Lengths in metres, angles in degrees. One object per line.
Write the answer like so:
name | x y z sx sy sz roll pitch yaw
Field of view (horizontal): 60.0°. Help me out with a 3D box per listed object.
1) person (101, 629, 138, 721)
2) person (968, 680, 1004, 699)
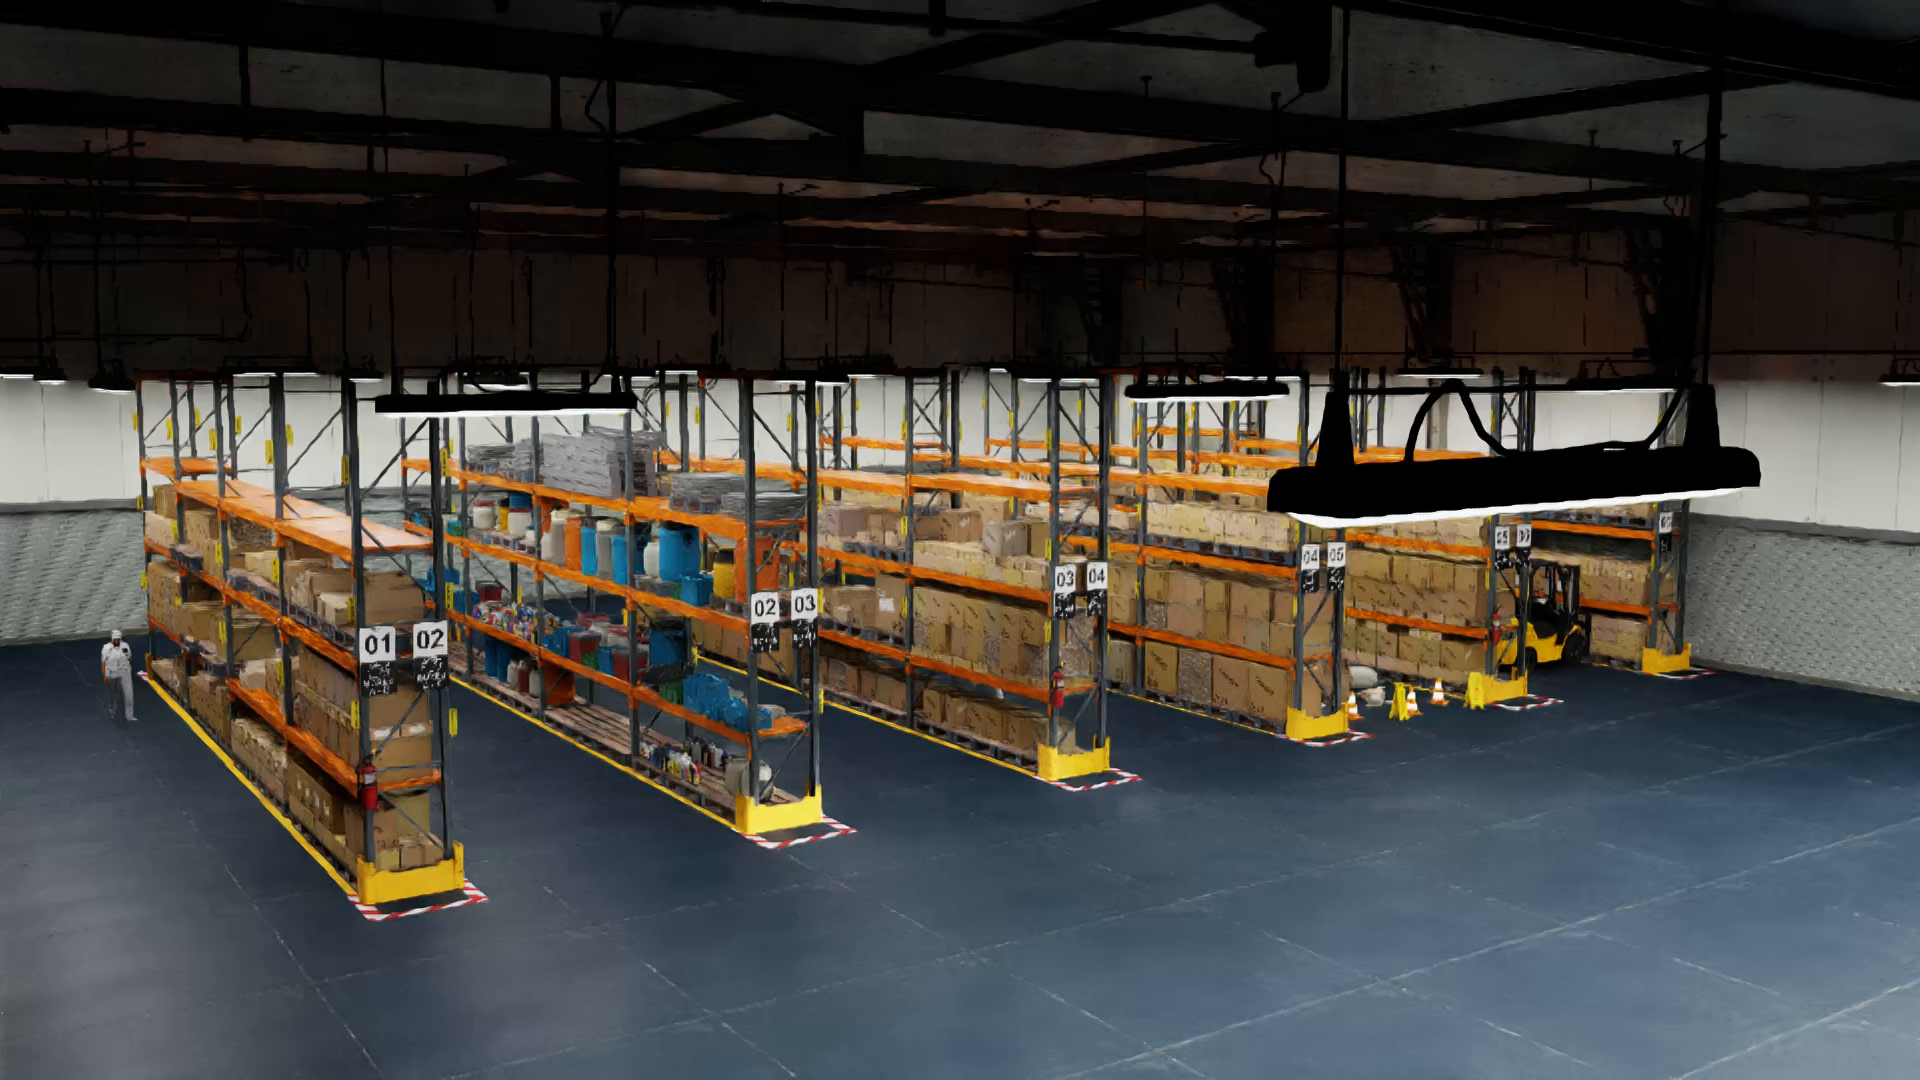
person | -14.494 2.306 28.615 0.497 1.583 1.090 -4 8 -31
person | 0.448 2.180 29.667 0.446 1.590 1.110 -4 8 -31
